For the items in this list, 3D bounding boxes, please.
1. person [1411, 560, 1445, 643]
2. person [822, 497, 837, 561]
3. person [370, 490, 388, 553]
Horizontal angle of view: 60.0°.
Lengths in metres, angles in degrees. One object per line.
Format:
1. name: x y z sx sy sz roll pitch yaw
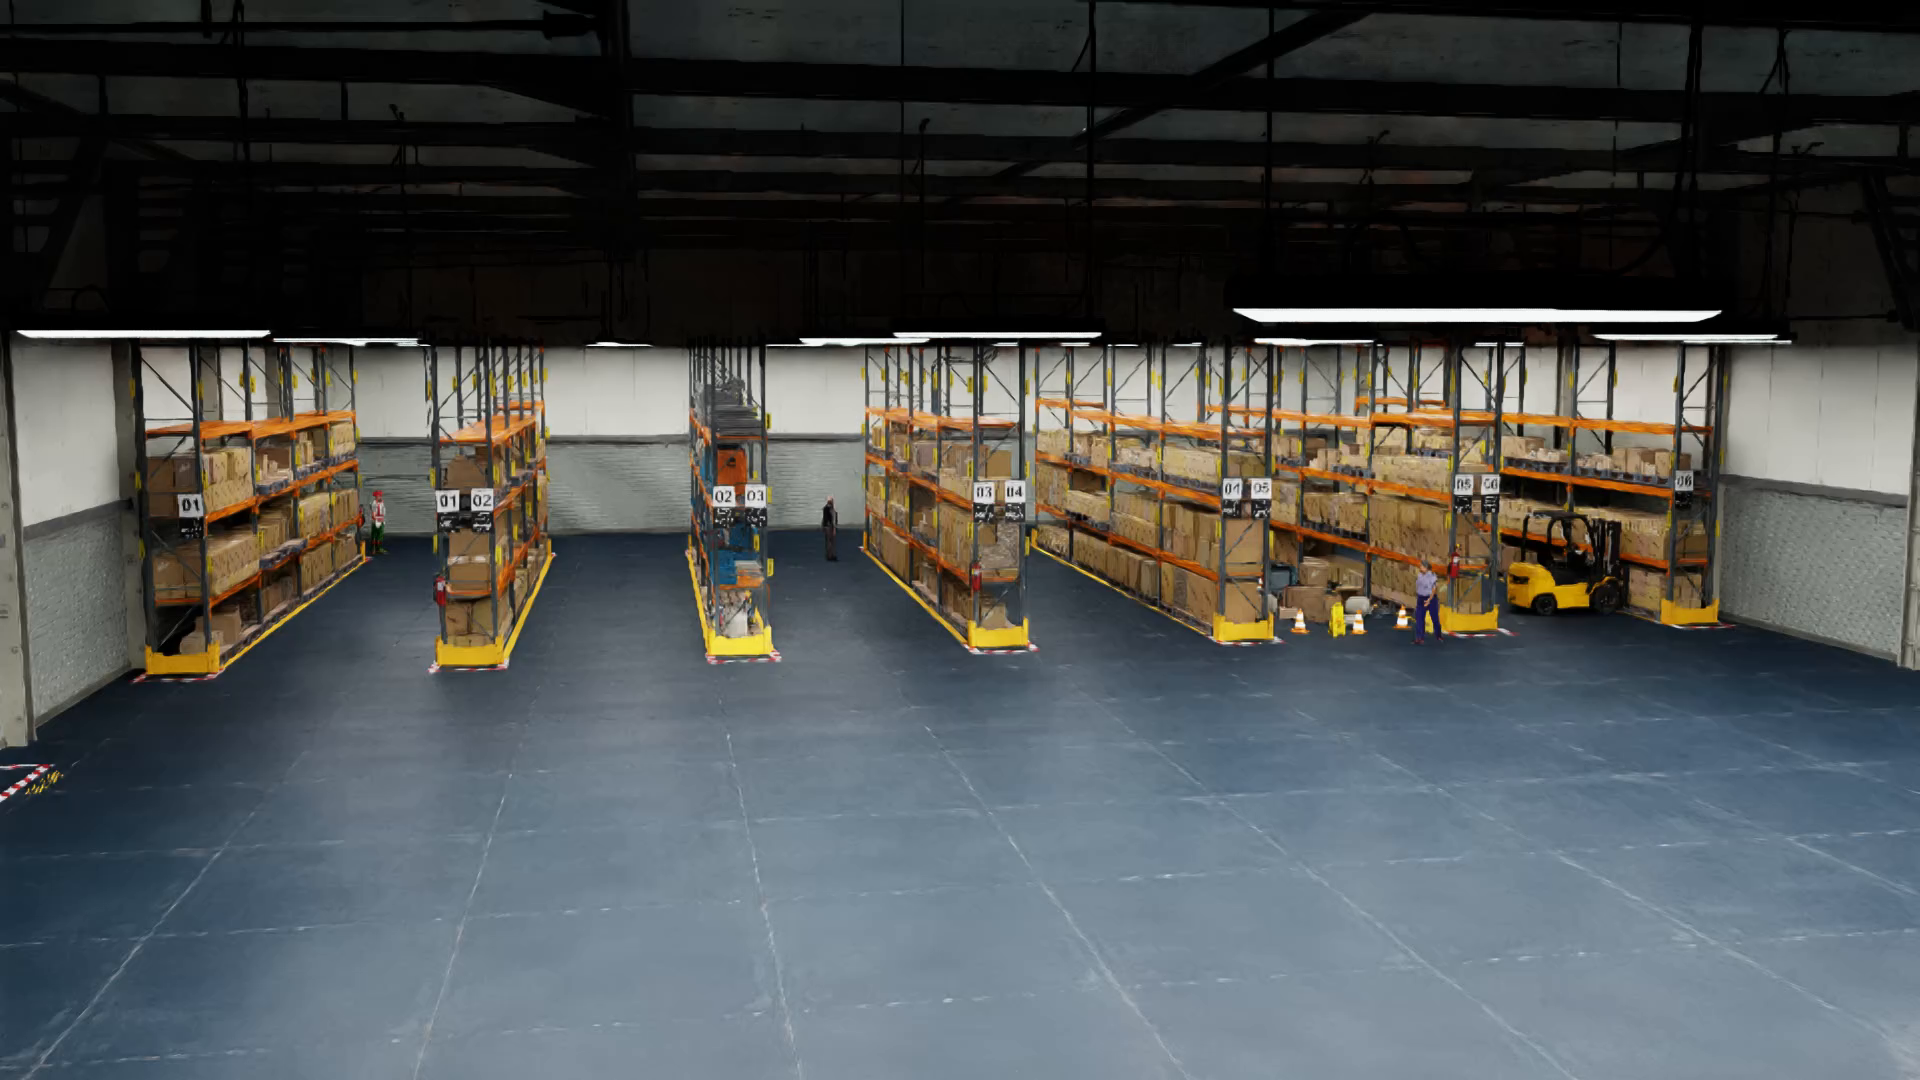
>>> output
1. person: 9.164 1.193 32.520 0.691 1.633 0.516 -5 8 -37
2. person: -3.510 -0.320 45.206 0.511 1.730 0.684 -5 8 -36
3. person: -16.375 -0.516 46.741 0.507 1.790 0.535 3 7 21
